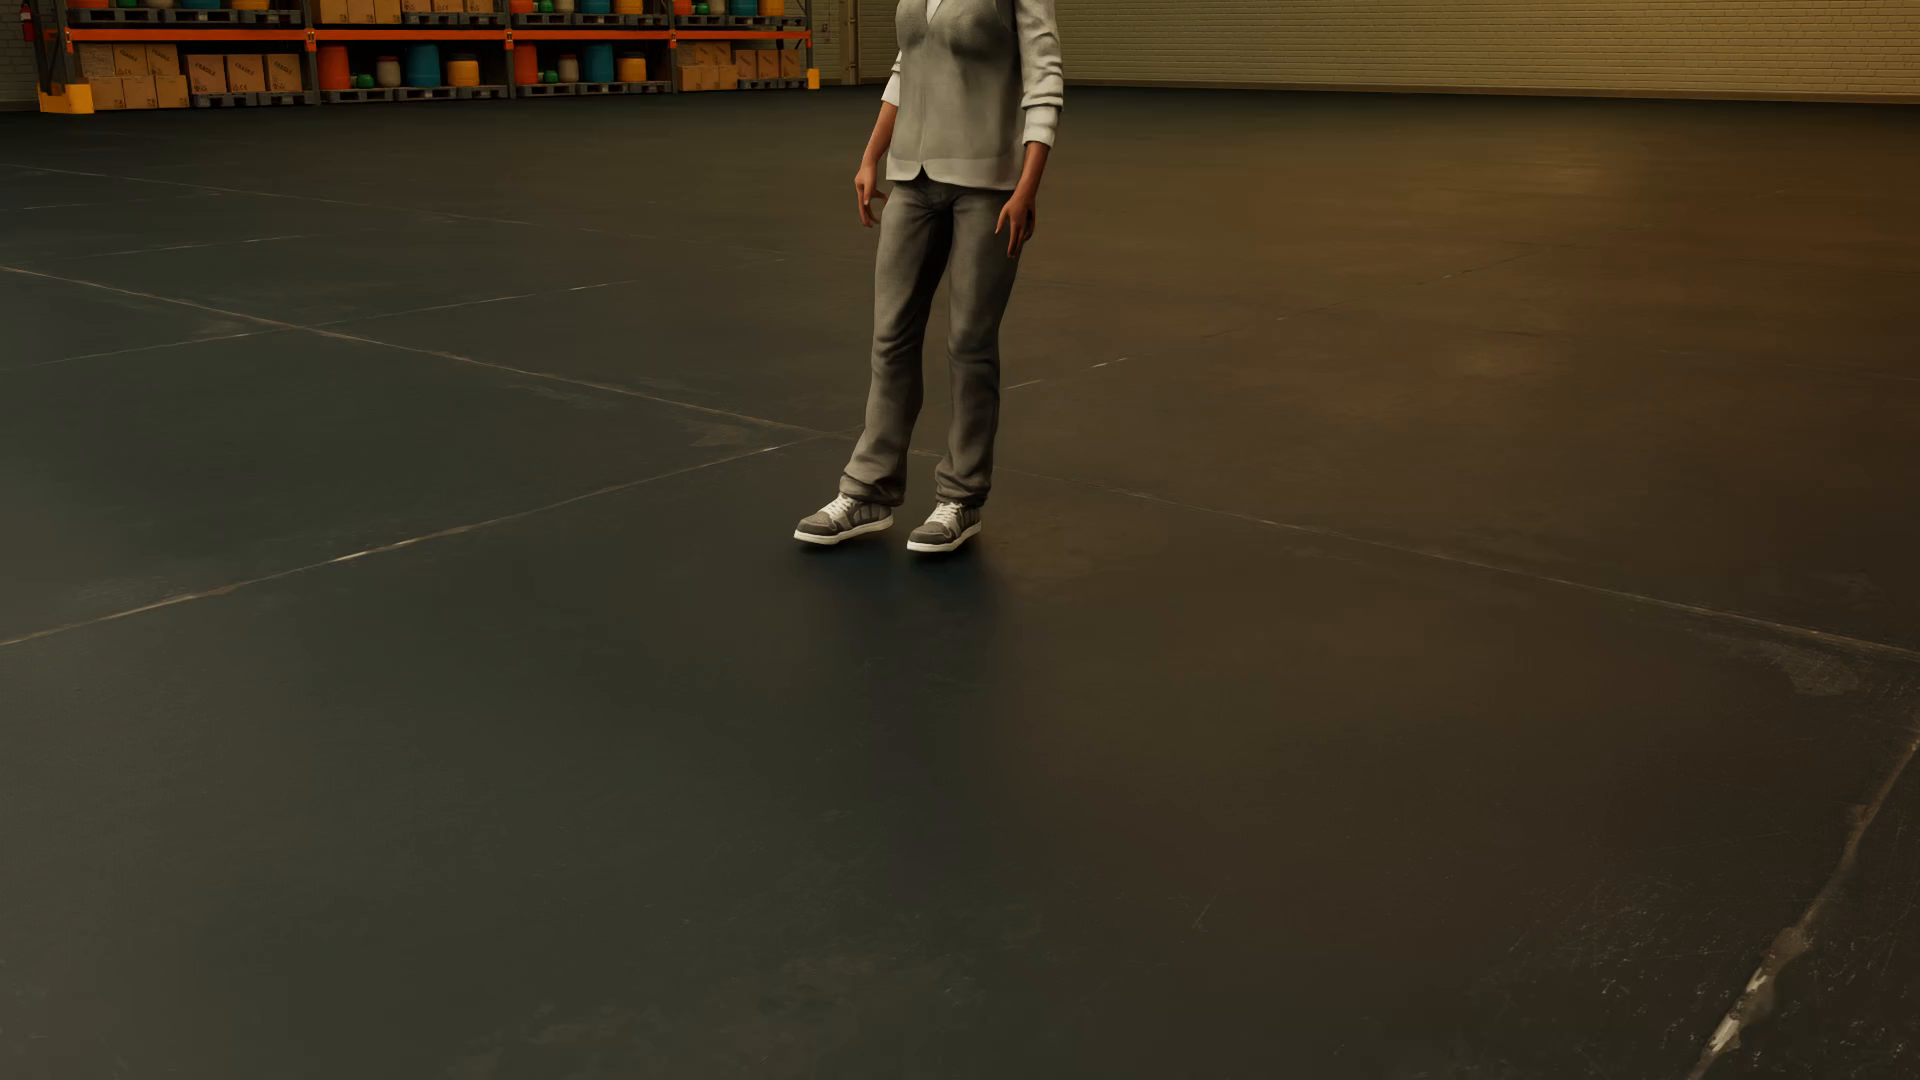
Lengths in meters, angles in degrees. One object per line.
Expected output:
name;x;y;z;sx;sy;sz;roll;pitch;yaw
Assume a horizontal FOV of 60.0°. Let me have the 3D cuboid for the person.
person;-0.058;-0.757;3.662;0.520;1.597;0.475;13;21;37
